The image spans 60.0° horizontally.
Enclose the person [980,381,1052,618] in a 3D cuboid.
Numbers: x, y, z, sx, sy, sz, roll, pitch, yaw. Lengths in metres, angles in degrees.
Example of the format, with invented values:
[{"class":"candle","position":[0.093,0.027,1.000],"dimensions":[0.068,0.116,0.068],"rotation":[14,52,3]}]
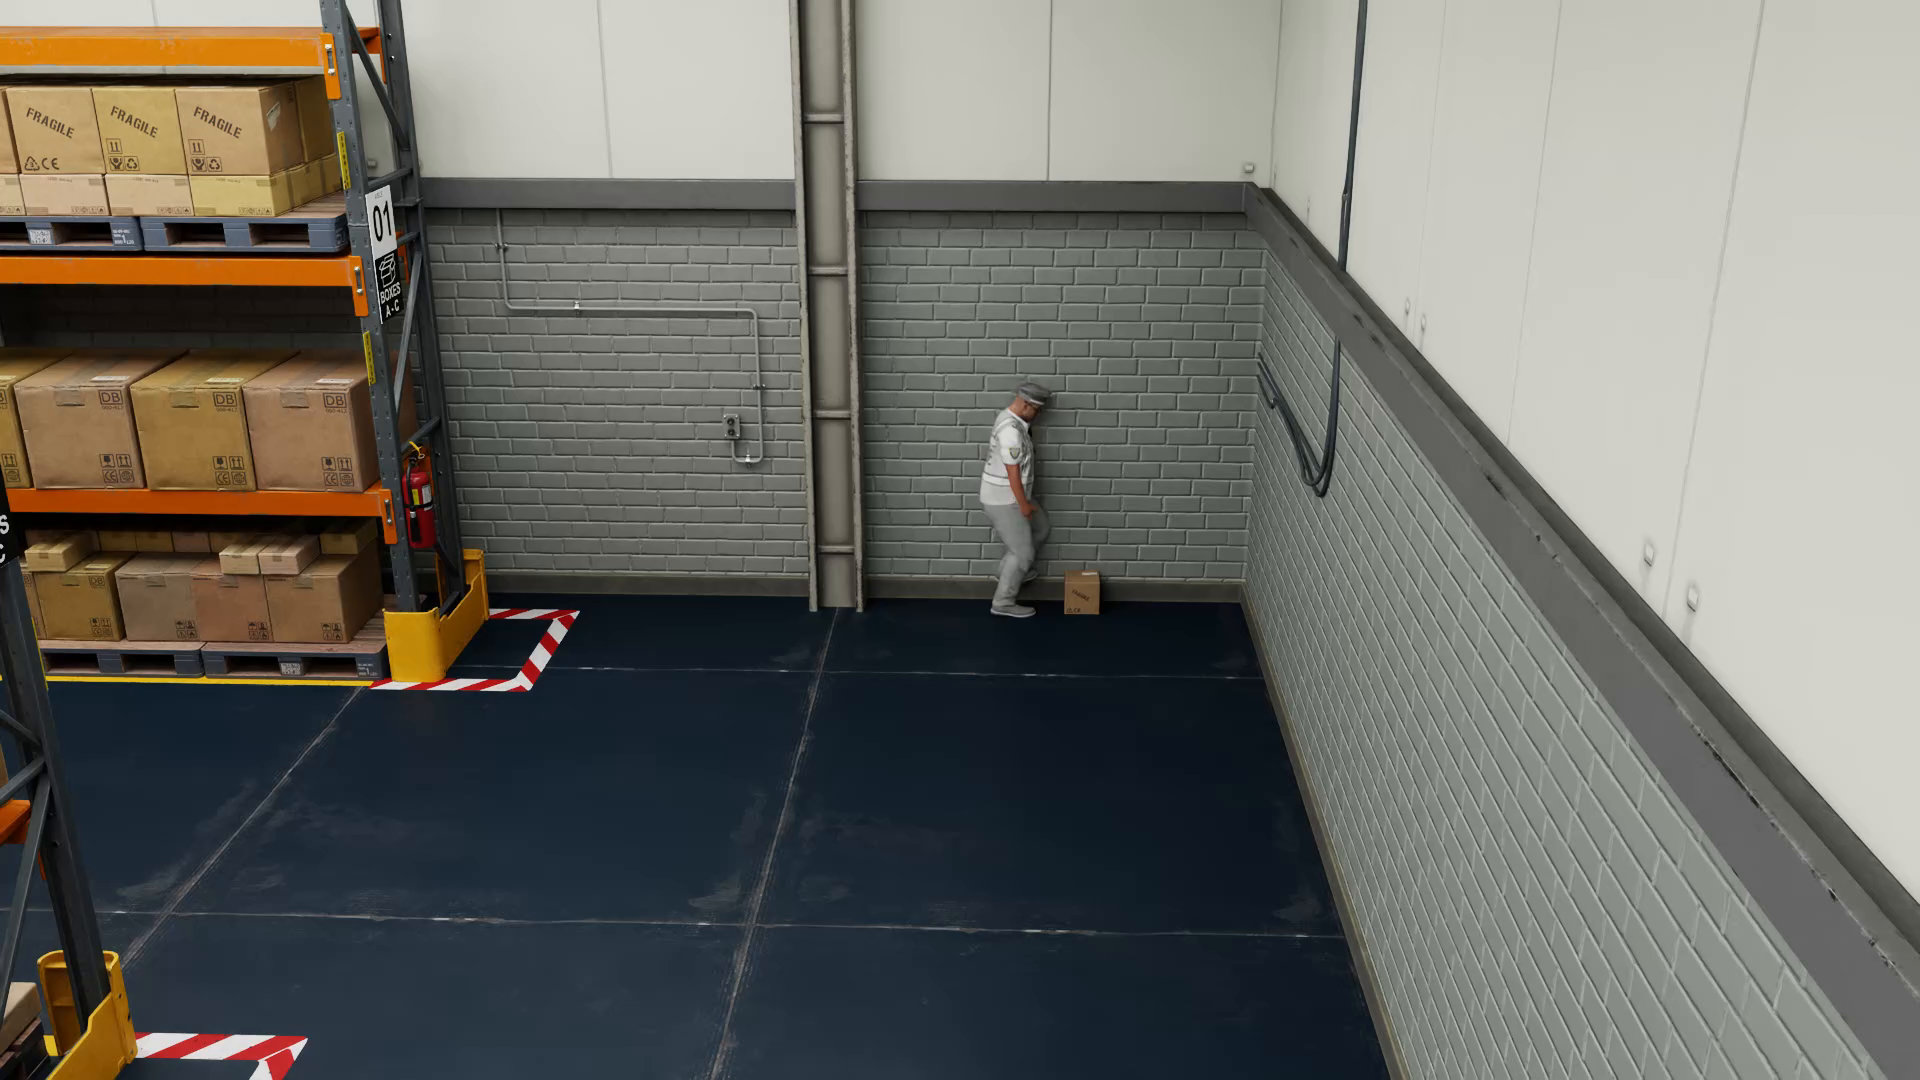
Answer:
[{"class":"person","position":[0.405,-0.304,11.974],"dimensions":[0.520,1.698,0.557],"rotation":[1,21,3]}]
